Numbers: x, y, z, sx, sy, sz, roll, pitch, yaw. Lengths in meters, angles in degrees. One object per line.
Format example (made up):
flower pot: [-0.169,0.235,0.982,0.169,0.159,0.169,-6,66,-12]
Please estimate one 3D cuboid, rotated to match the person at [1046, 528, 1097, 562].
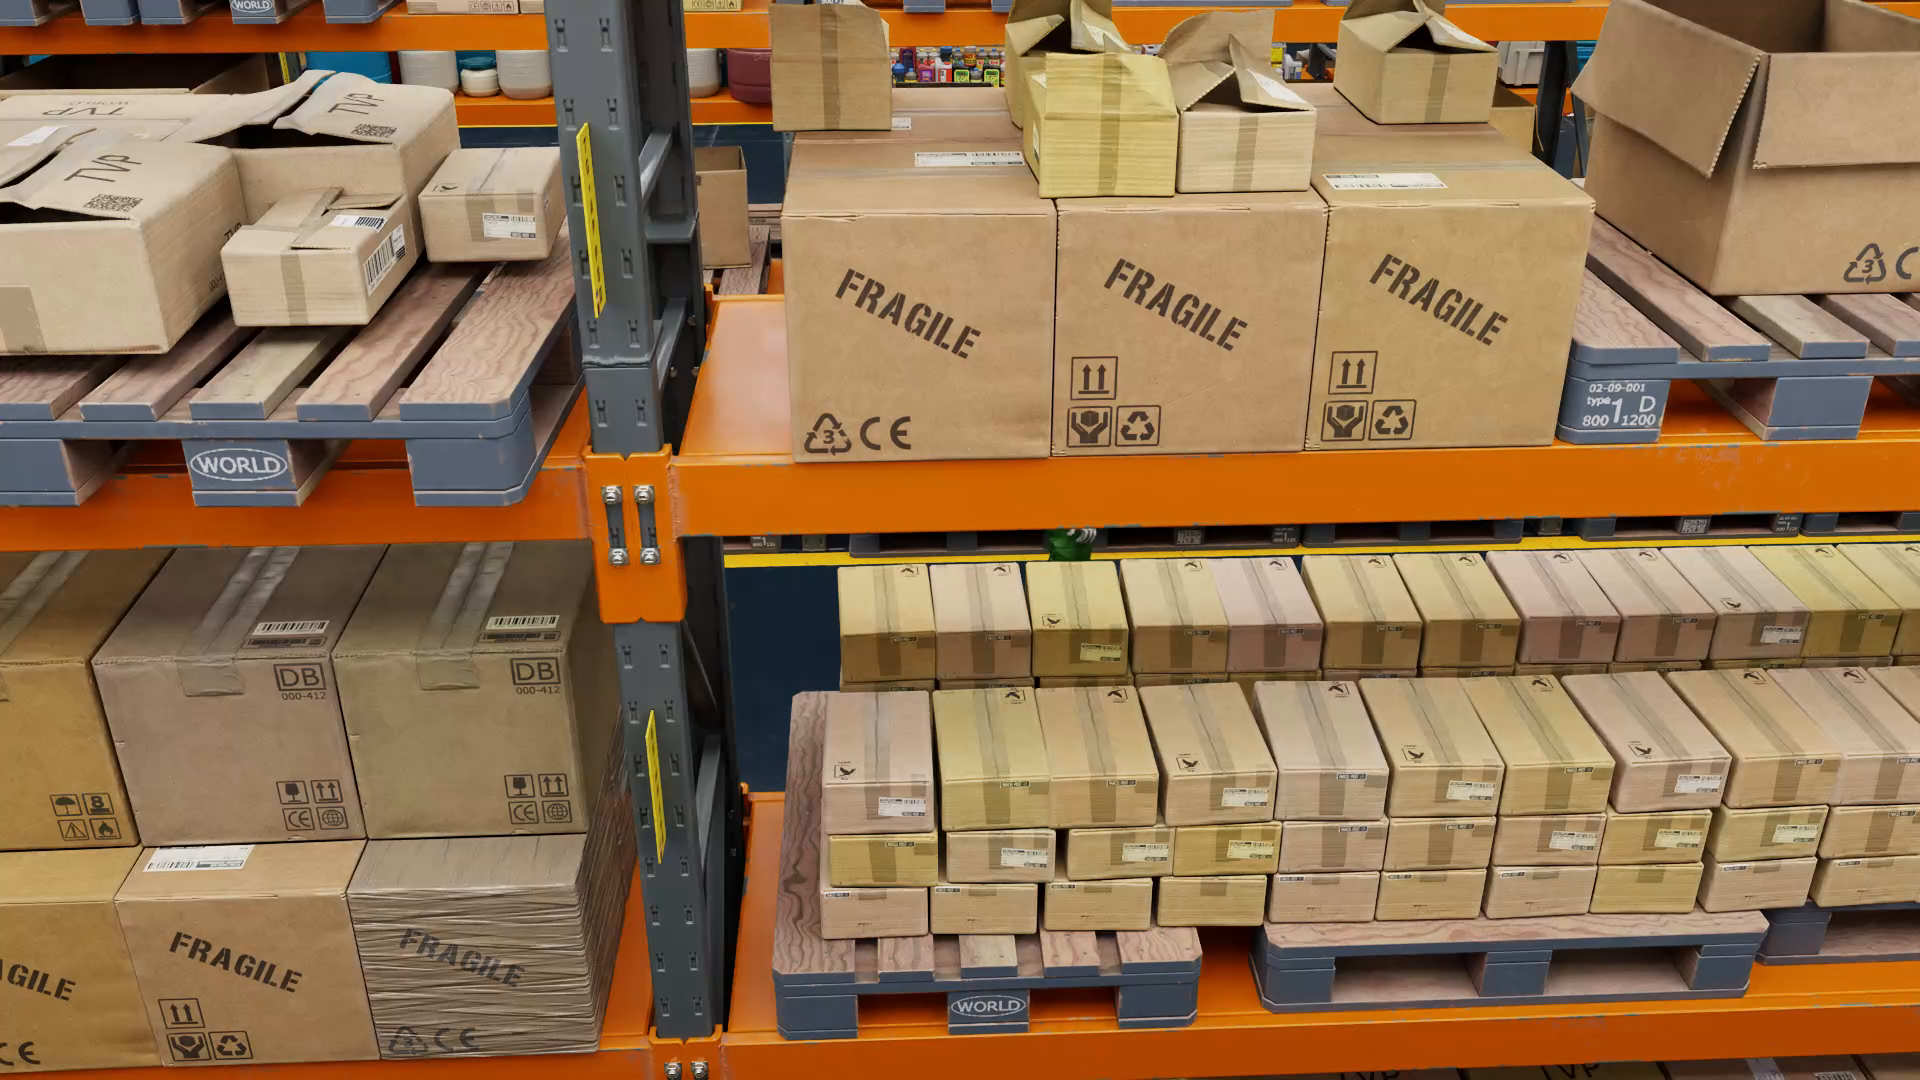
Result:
person: [0.502,-0.230,7.547,0.449,1.779,0.619,-3,27,-6]
